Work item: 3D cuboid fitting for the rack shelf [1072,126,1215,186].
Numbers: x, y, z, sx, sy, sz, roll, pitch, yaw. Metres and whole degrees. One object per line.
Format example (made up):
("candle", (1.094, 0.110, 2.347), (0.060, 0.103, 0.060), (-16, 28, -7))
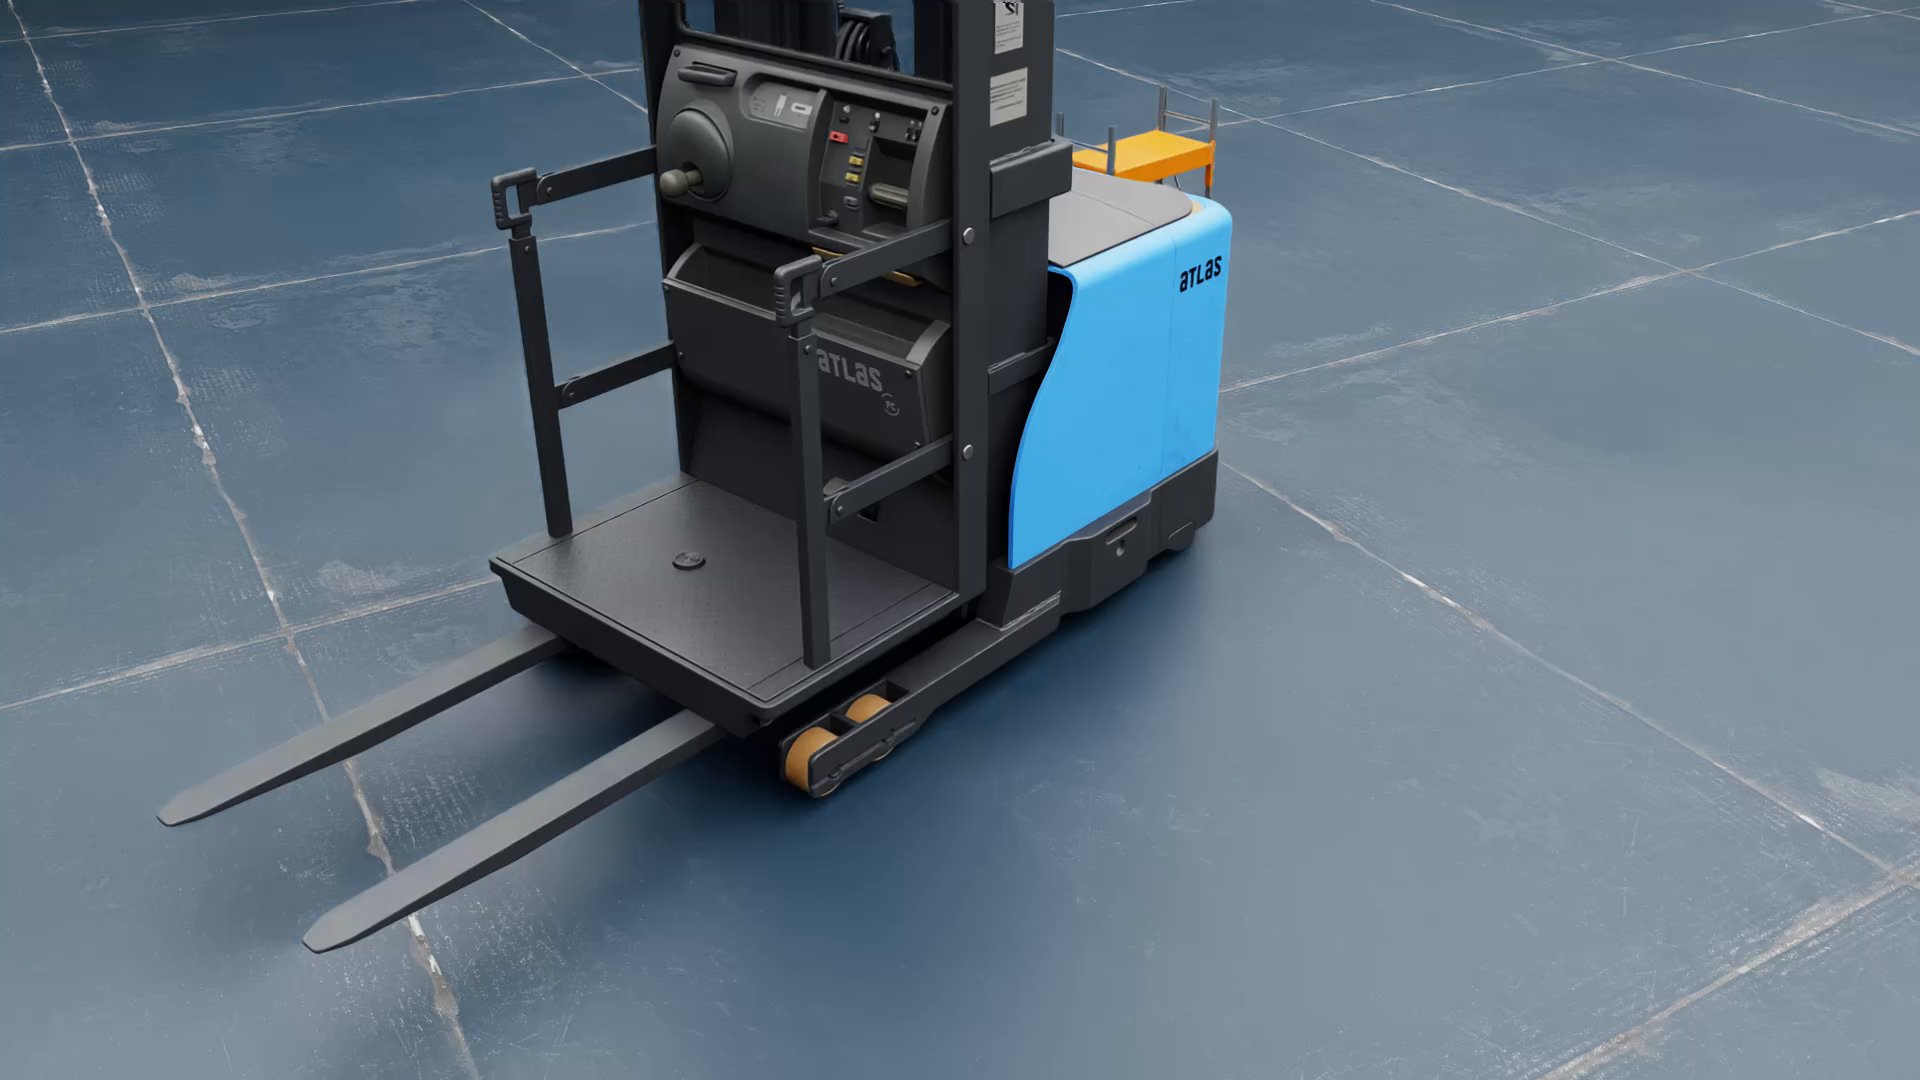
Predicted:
("rack shelf", (0.566, -1.191, 5.353), (0.480, 0.148, 0.258), (-24, 37, -37))

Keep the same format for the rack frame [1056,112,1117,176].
("rack frame", (0.388, -0.766, 5.397), (0.015, 1.200, 0.240), (-24, 37, -37))

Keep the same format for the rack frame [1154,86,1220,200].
("rack frame", (0.745, -0.927, 5.688), (0.015, 1.200, 0.240), (-24, 37, -37))

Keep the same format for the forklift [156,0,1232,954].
("forklift", (-0.542, -0.927, 3.896), (1.130, 2.935, 3.031), (23, 36, 35))

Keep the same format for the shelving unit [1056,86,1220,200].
("shelving unit", (0.566, -0.847, 5.542), (0.503, 1.200, 0.258), (-24, 37, -37))
